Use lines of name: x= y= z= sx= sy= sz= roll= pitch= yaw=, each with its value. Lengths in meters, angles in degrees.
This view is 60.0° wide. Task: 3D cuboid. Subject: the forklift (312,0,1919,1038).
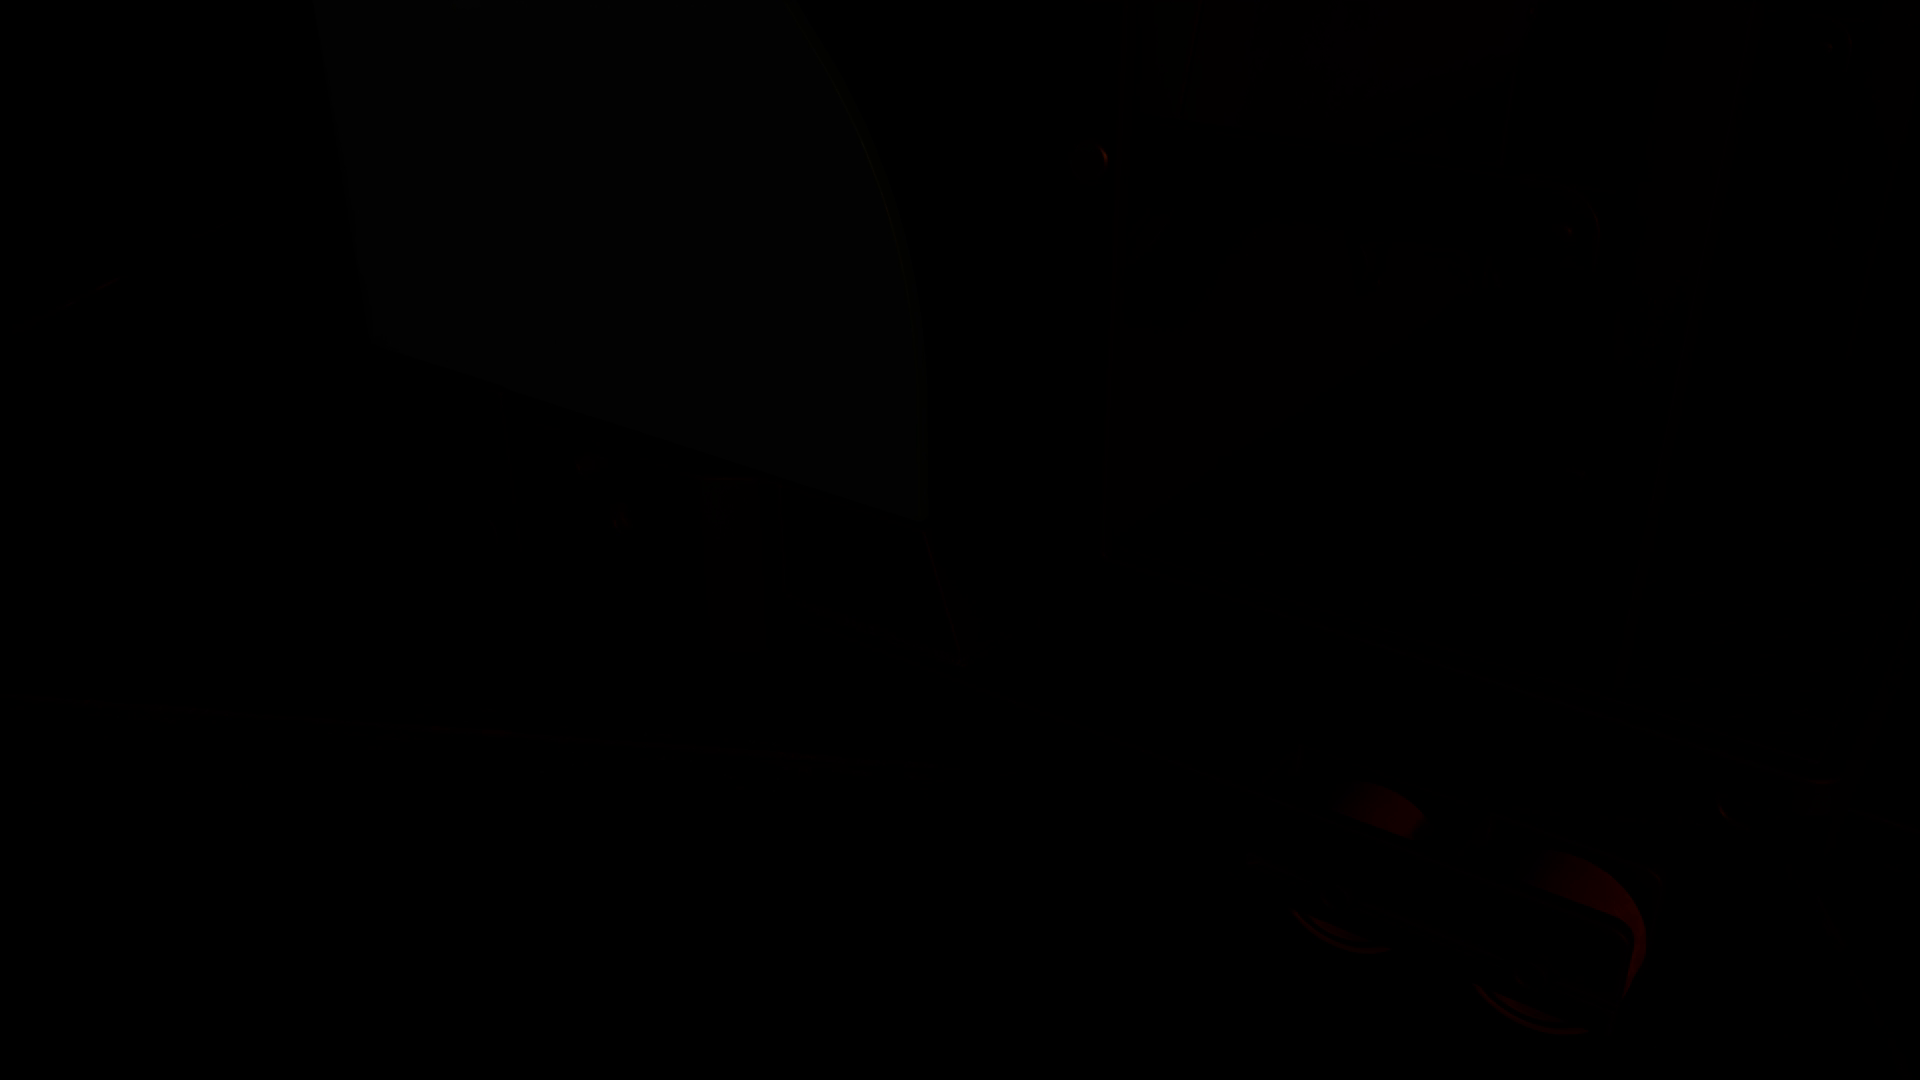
forklift: x=0.623 y=-1.117 z=1.457 sx=3.031 sy=2.935 sz=1.130 roll=18 pitch=32 yaw=32
